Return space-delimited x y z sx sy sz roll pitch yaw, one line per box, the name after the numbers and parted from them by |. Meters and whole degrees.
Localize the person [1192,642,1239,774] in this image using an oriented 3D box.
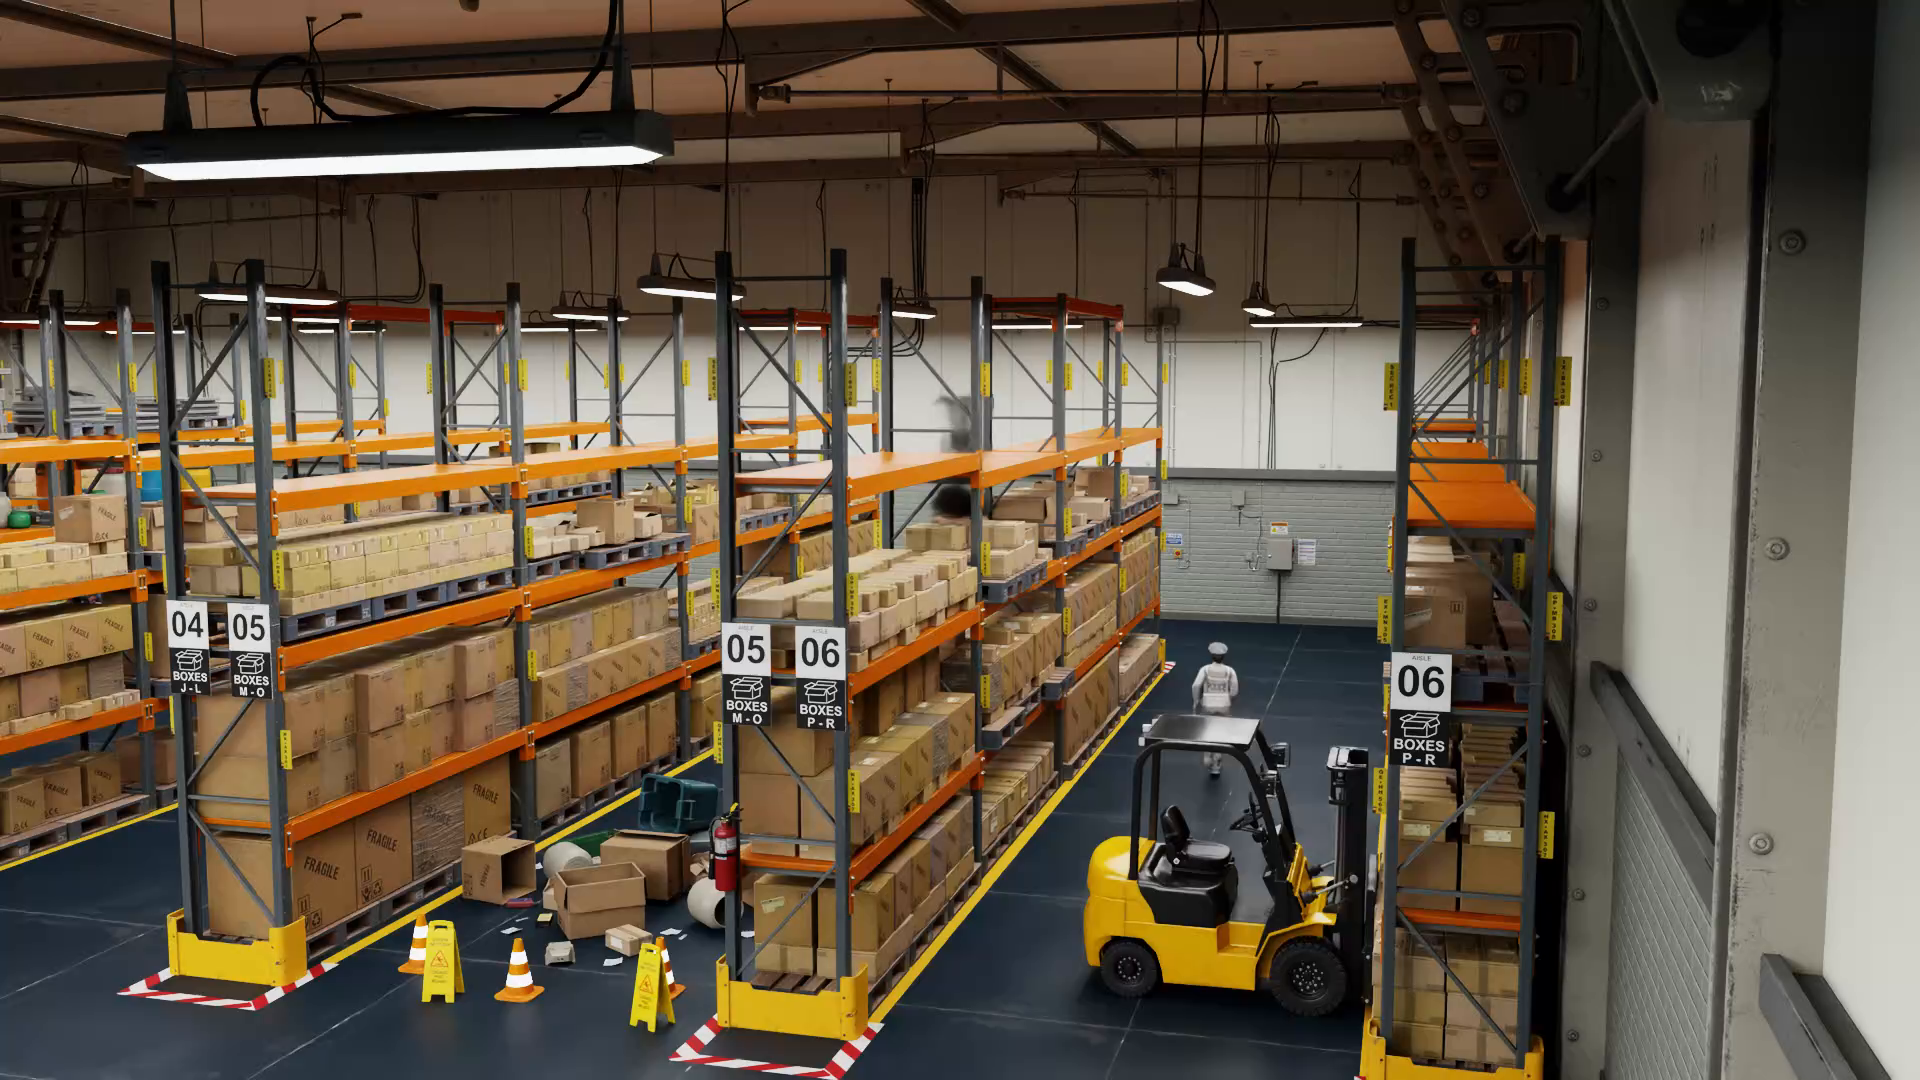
3.230 2.118 21.095 0.592 1.641 0.633 1 6 7 | person
